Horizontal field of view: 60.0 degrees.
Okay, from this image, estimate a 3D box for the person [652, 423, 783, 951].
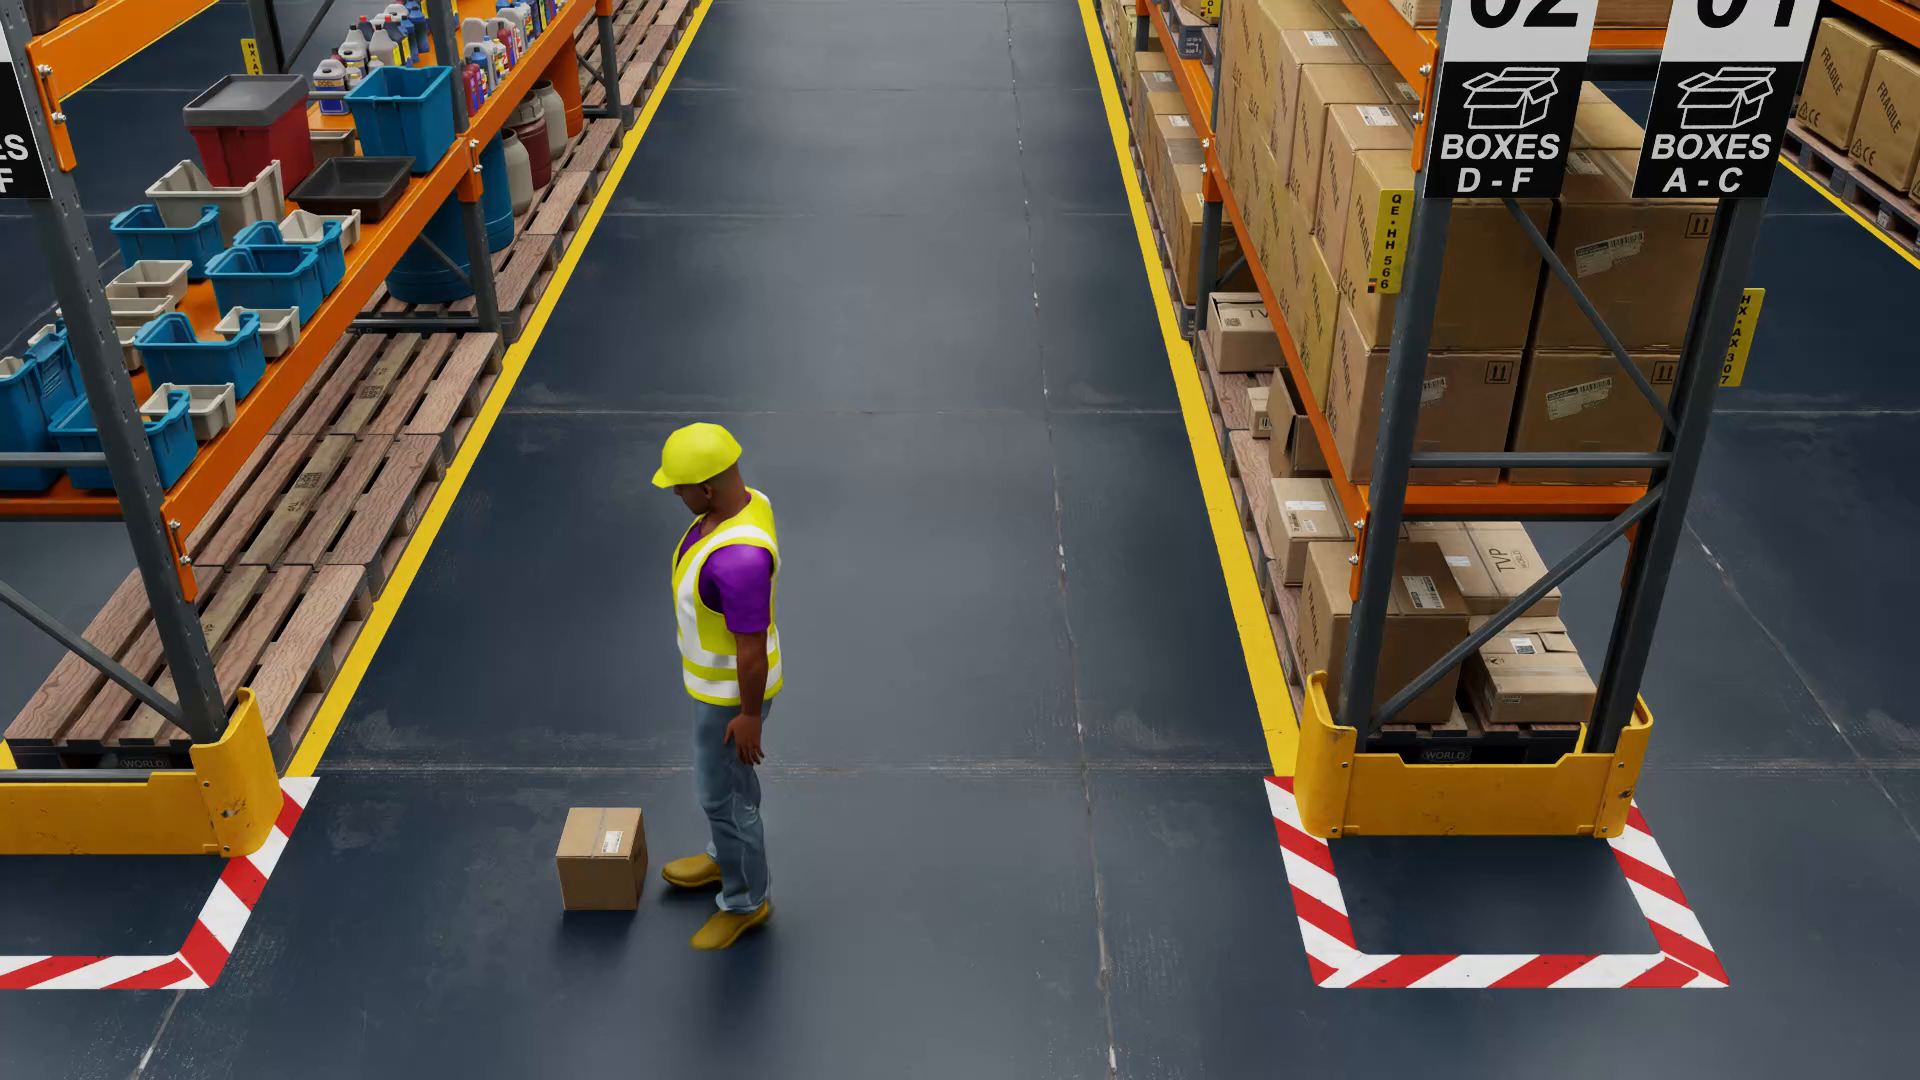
[{"bbox_3d":[-1.918,-3.469,11.816,0.612,1.823,15.896,-4,32,-7],"label":"person"}]
